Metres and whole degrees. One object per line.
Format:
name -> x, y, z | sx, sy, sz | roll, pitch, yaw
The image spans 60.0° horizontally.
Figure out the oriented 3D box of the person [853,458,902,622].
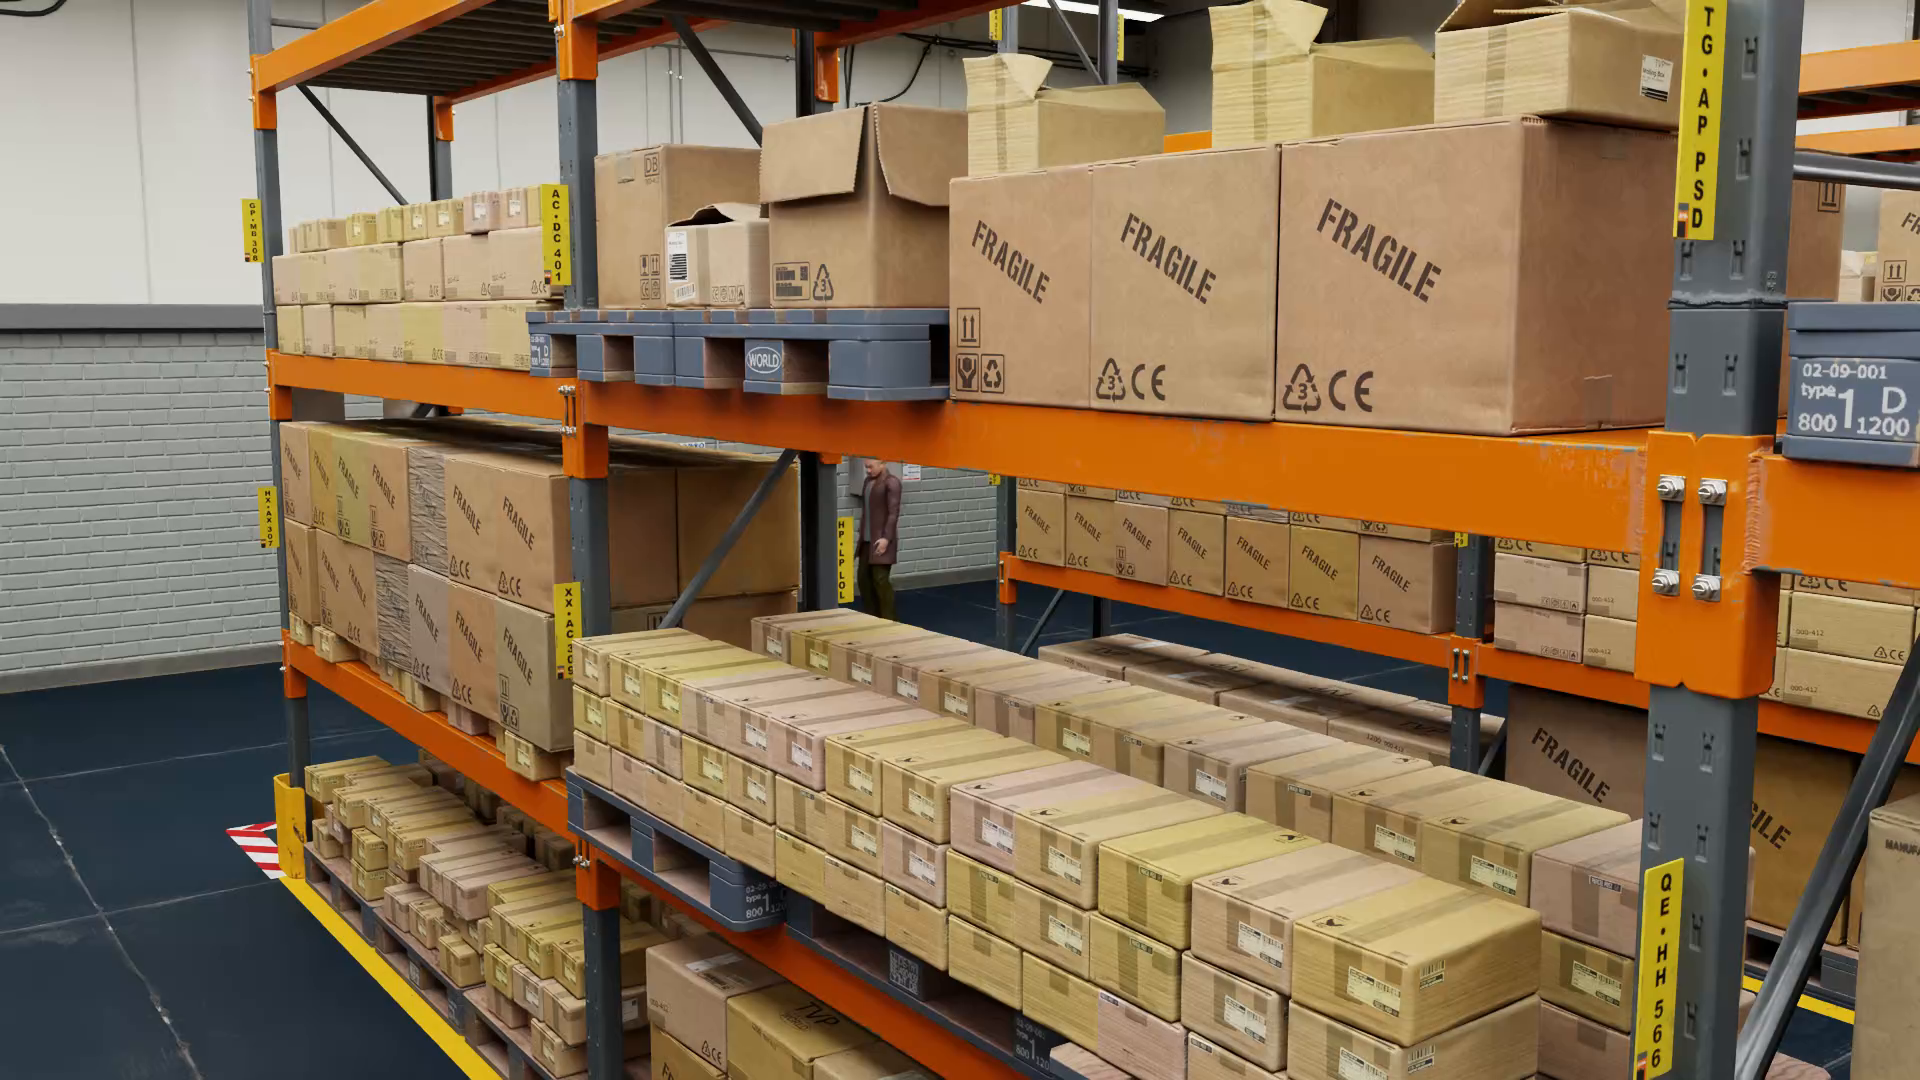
person -> -0.790, 0.009, 15.904 | 0.380, 1.757, 0.572 | -5, 9, -35
